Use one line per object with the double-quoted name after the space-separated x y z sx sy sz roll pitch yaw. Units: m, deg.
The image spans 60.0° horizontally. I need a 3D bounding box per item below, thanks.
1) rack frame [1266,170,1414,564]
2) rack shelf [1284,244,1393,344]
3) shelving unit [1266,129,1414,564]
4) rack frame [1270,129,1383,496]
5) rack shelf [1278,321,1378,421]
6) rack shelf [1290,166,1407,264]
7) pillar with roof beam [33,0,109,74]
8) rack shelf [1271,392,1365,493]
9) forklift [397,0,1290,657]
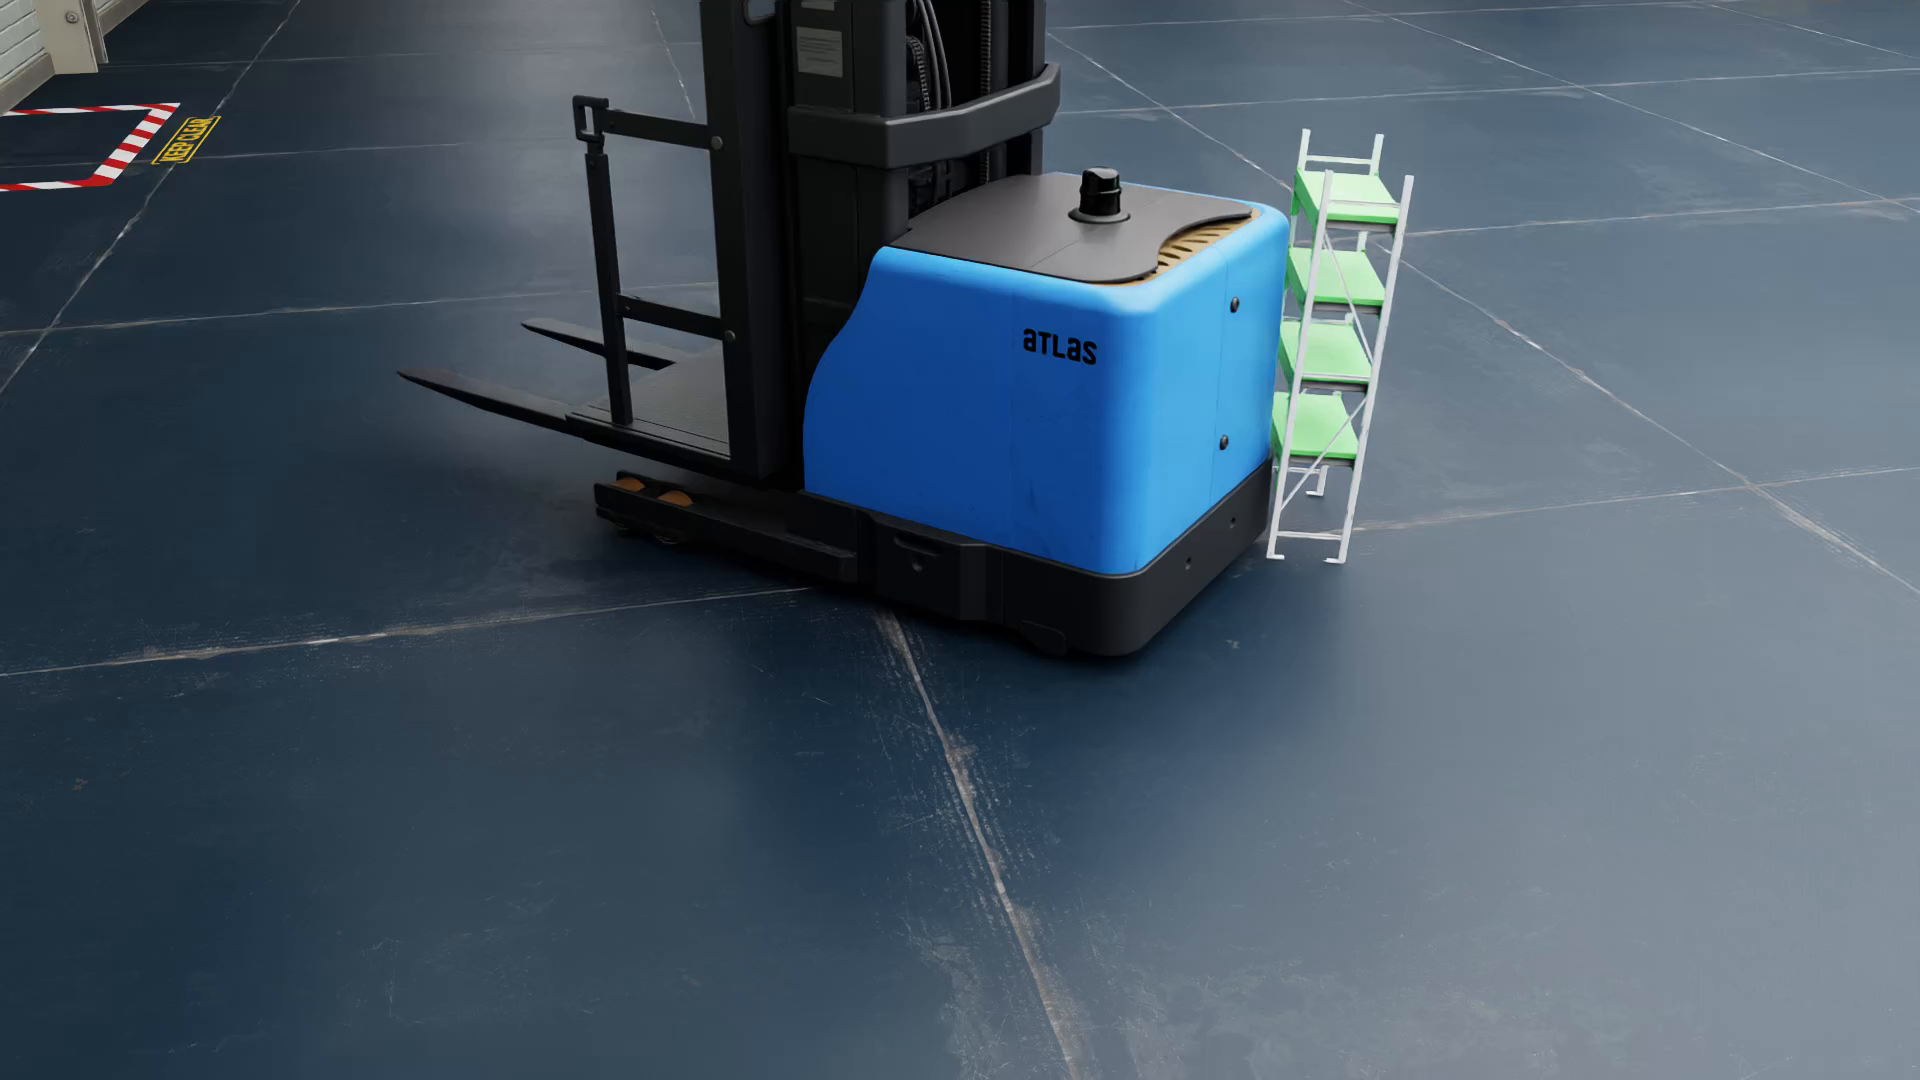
1.093 -0.473 4.840 0.240 1.200 0.015 4 27 1 "rack frame"
1.116 -0.739 4.978 0.258 0.148 0.480 4 27 1 "rack shelf"
1.107 -0.583 5.057 0.258 1.200 0.503 4 27 1 "shelving unit"
1.121 -0.692 5.275 0.240 1.200 0.015 4 27 1 "rack frame"
1.103 -0.526 5.086 0.258 0.148 0.480 4 27 1 "rack shelf"
1.129 -0.953 4.869 0.258 0.148 0.480 4 27 1 "rack shelf"
-2.156 -7.859 10.833 9.100 9.000 0.400 -6 27 -12 "pillar with roof beam"
1.091 -0.312 5.195 0.258 0.148 0.480 4 27 1 "rack shelf"
-0.562 -1.477 4.924 3.031 2.935 1.130 16 31 28 "forklift"
